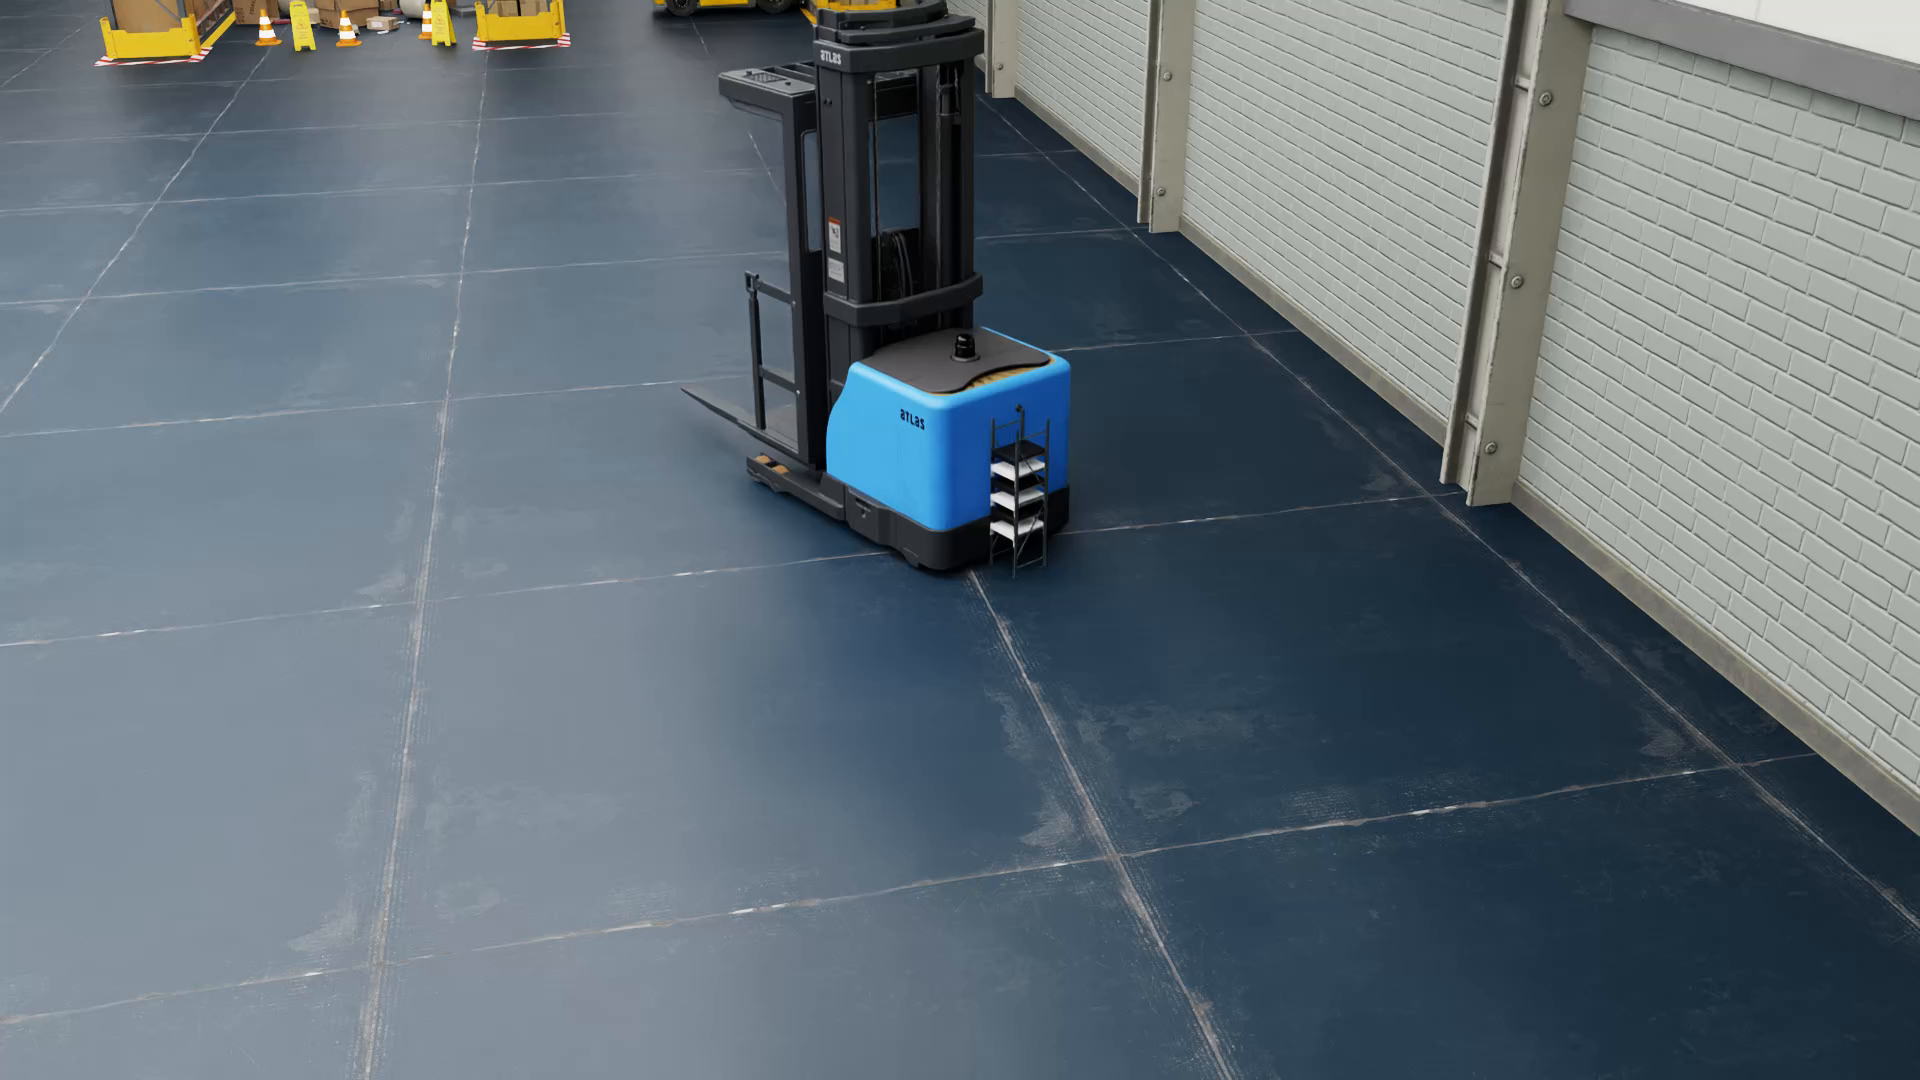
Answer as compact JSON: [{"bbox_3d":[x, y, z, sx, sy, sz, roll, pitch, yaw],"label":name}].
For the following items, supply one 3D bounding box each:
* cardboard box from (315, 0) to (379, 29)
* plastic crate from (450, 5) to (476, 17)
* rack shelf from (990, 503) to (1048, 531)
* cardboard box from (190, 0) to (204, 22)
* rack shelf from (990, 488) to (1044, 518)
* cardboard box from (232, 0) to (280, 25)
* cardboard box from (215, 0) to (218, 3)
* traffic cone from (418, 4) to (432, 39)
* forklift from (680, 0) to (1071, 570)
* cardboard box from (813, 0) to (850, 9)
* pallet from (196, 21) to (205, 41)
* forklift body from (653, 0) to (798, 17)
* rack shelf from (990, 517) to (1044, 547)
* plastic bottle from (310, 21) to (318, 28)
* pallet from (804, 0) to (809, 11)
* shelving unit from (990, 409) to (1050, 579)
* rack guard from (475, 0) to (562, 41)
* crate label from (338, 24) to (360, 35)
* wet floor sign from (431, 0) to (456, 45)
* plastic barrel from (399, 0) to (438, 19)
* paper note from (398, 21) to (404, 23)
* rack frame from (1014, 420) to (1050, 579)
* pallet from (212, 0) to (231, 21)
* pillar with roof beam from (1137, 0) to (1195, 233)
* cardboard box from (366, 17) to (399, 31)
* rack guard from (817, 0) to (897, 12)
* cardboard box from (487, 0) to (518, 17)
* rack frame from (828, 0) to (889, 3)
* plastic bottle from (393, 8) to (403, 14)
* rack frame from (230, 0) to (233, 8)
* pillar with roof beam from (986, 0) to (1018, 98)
[{"bbox_3d":[-9.256,-8.045,25.130,0.637,0.503,0.797,19,32,32],"label":"cardboard box"},{"bbox_3d":[-7.740,-8.325,26.155,0.402,0.080,0.583,-16,31,-29],"label":"plastic crate"},{"bbox_3d":[0.329,-0.144,9.310,0.258,0.077,0.200,-21,33,-35],"label":"rack shelf"},{"bbox_3d":[-11.611,-8.014,24.191,0.875,0.875,0.875,-6,27,-12],"label":"cardboard box"},{"bbox_3d":[0.329,-0.224,9.269,0.258,0.077,0.200,-21,33,-35],"label":"rack shelf"},{"bbox_3d":[-10.745,-8.162,25.363,0.500,0.500,0.500,-1,27,-3],"label":"cardboard box"},{"bbox_3d":[-12.021,-8.810,25.767,0.875,0.875,0.875,-6,27,-11],"label":"cardboard box"},{"bbox_3d":[-7.747,-7.570,24.235,0.336,0.463,0.334,-6,27,-12],"label":"traffic cone"},{"bbox_3d":[-0.686,-1.733,9.930,1.130,2.935,3.031,-21,33,-35],"label":"forklift"},{"bbox_3d":[-1.972,-8.285,25.421,0.500,0.250,0.500,-6,27,-11],"label":"cardboard box"},{"bbox_3d":[-11.450,-7.196,23.773,1.003,0.211,1.213,-6,27,-12],"label":"pallet"},{"bbox_3d":[-3.763,-9.419,26.024,2.313,2.155,1.214,-6,27,-12],"label":"forklift body"},{"bbox_3d":[0.329,-0.063,9.350,0.258,0.077,0.200,-21,33,-35],"label":"rack shelf"},{"bbox_3d":[-9.793,-7.780,25.097,0.133,0.061,0.283,-16,31,-29],"label":"plastic bottle"},{"bbox_3d":[-2.043,-8.772,26.895,1.003,0.211,1.213,-6,27,-12],"label":"pallet"},{"bbox_3d":[0.329,-0.254,9.254,0.258,0.900,0.210,-21,33,-35],"label":"shelving unit"},{"bbox_3d":[-6.411,-7.562,24.178,1.175,0.500,0.348,-6,27,-12],"label":"rack guard"},{"bbox_3d":[-8.990,-7.502,24.461,0.250,0.136,0.298,-23,35,-38],"label":"crate label"},{"bbox_3d":[-7.393,-7.402,23.699,0.267,0.644,0.232,3,27,6],"label":"wet floor sign"},{"bbox_3d":[-8.334,-8.248,25.621,0.512,0.421,0.421,13,30,24],"label":"plastic barrel"},{"bbox_3d":[-8.591,-7.915,25.411,0.148,0.019,0.142,3,27,6],"label":"paper note"},{"bbox_3d":[0.394,-0.219,9.185,0.240,0.900,0.006,-21,33,-35],"label":"rack frame"},{"bbox_3d":[-12.000,-8.267,25.895,1.003,0.211,1.213,-6,27,-12],"label":"pallet"},{"bbox_3d":[-2.327,-6.521,12.683,9.100,9.000,0.400,-6,27,-12],"label":"pillar with roof beam"},{"bbox_3d":[-8.657,-7.742,24.924,0.380,0.149,0.250,8,28,15],"label":"cardboard box"},{"bbox_3d":[-1.553,-8.024,25.093,1.175,0.500,0.348,-6,27,-12],"label":"rack guard"},{"bbox_3d":[-6.843,-7.943,24.744,0.500,0.250,0.500,-6,27,-12],"label":"cardboard box"},{"bbox_3d":[-1.558,-9.151,24.551,1.000,3.000,0.127,-6,27,-12],"label":"rack frame"},{"bbox_3d":[-8.831,-8.332,26.190,0.133,0.061,0.283,-1,27,-3],"label":"plastic bottle"},{"bbox_3d":[-12.095,-9.854,25.944,1.000,3.000,0.127,-6,27,-12],"label":"rack frame"},{"bbox_3d":[-3.679,-9.155,17.901,9.100,9.000,0.400,-6,27,-12],"label":"pillar with roof beam"}]
